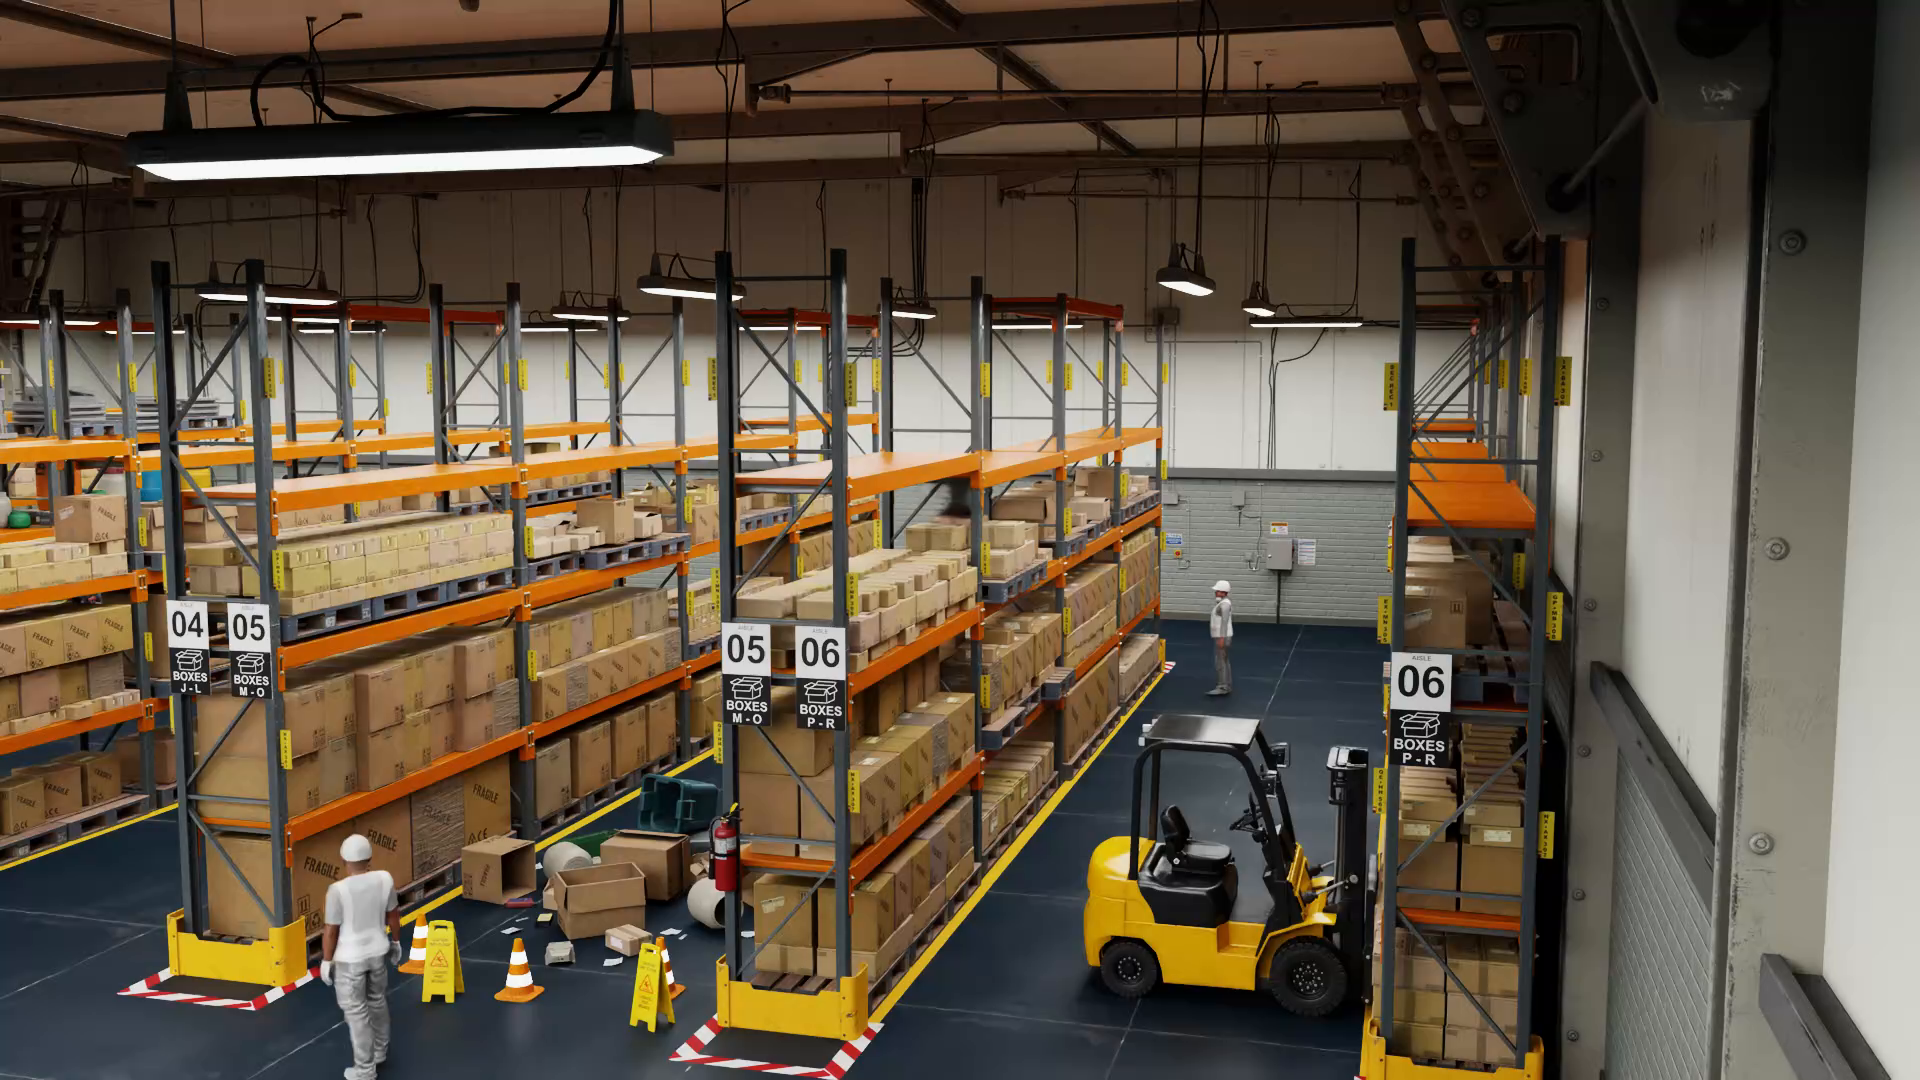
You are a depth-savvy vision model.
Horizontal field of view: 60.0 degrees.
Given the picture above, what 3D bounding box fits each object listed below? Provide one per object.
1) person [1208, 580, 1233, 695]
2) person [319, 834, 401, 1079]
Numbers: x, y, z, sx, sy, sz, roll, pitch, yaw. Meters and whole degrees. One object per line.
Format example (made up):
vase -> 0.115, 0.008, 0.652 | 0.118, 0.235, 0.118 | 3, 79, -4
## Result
person -> 4.104, 1.518, 26.101 | 0.362, 1.779, 0.604 | 1, 6, 12
person -> -4.391, 3.001, 12.067 | 0.519, 1.796, 0.620 | 4, 7, 31
